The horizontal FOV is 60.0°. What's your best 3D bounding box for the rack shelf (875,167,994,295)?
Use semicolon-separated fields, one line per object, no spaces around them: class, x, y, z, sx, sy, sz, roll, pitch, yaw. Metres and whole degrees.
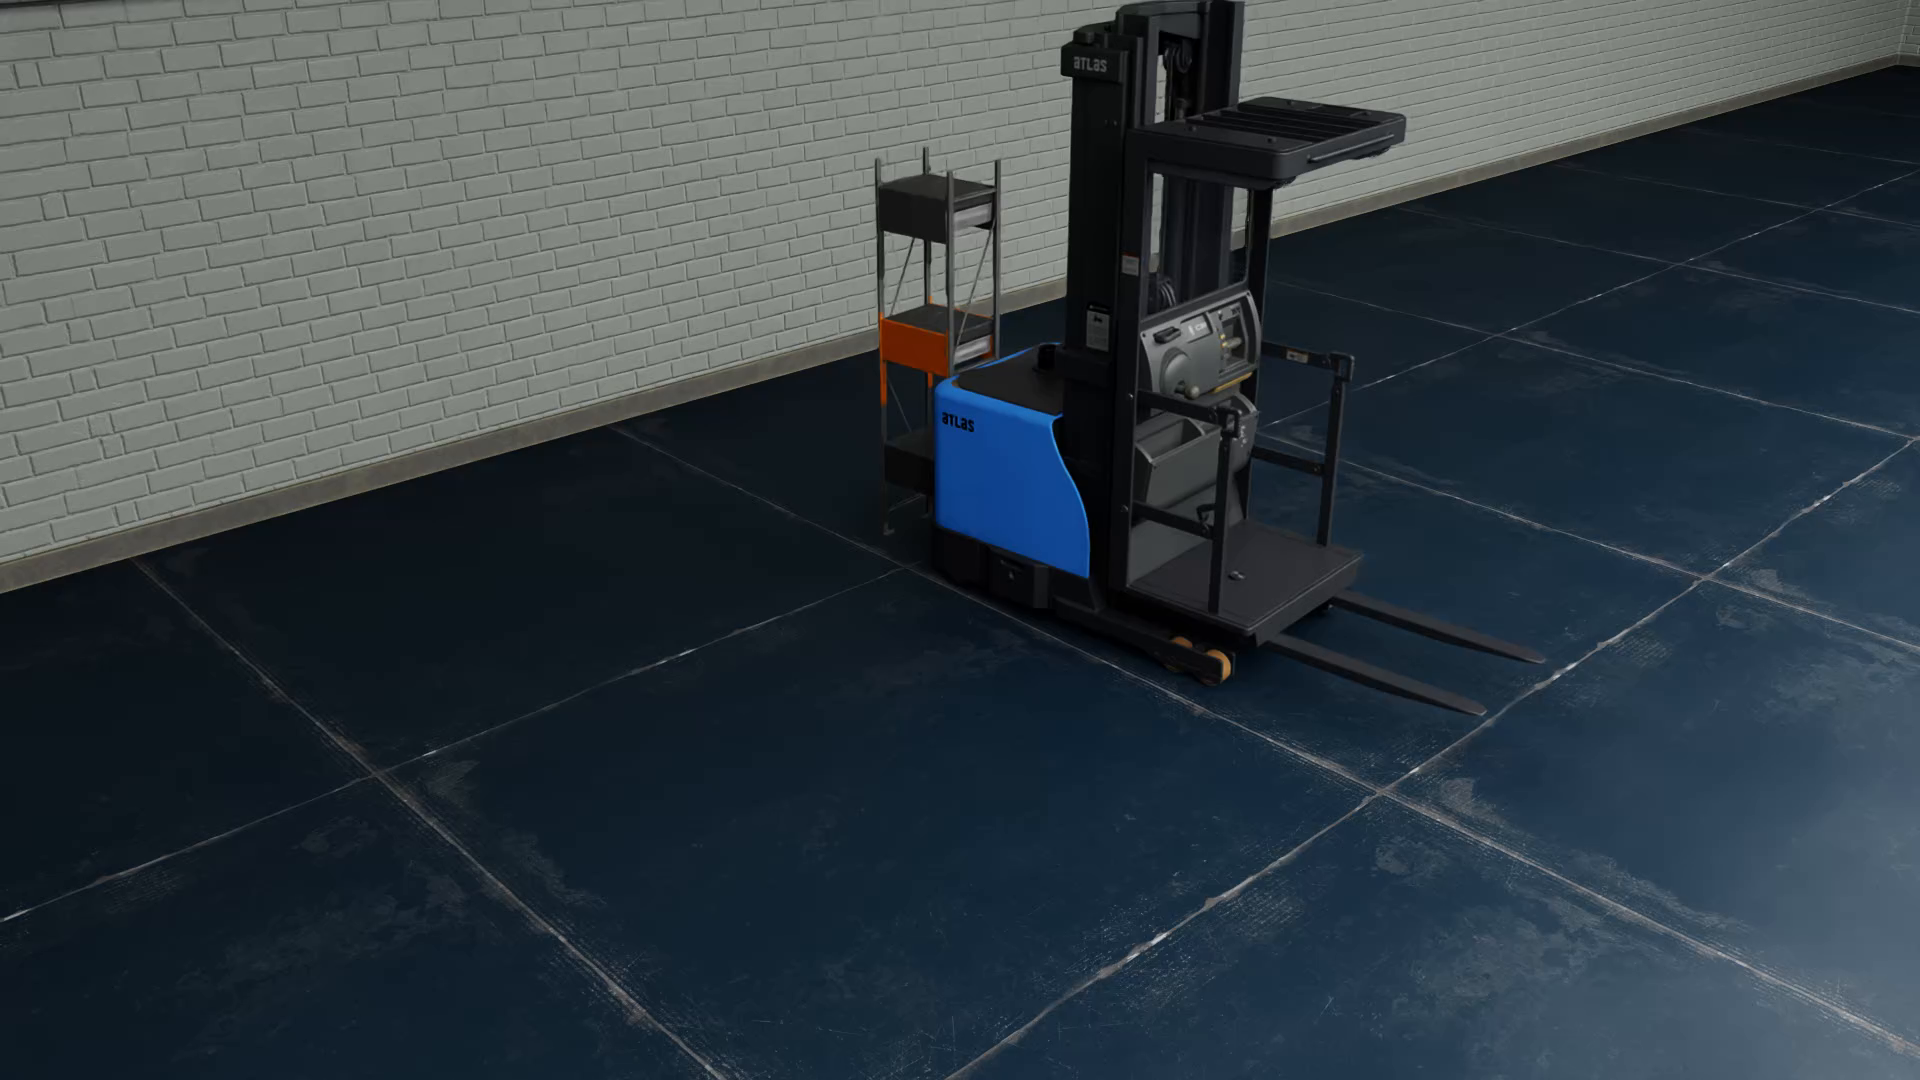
rack shelf;-0.112;-1.600;8.574;0.480;0.518;0.431;20;31;37

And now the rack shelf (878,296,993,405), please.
rack shelf;-0.112;-0.963;8.864;0.480;0.518;0.431;20;31;37

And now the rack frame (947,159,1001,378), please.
rack frame;0.072;-0.909;8.713;0.015;2.100;0.400;20;31;37

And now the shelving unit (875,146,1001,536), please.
shelving unit;-0.112;-0.976;8.859;0.503;2.100;0.431;20;31;37

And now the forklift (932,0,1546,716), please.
forklift;1.296;-0.900;7.691;3.031;2.935;1.130;20;31;37

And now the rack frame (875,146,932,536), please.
rack frame;-0.297;-1.042;9.004;0.015;2.100;0.400;20;31;37

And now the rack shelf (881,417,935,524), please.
rack shelf;-0.112;-0.326;9.155;0.480;0.518;0.431;20;31;37
